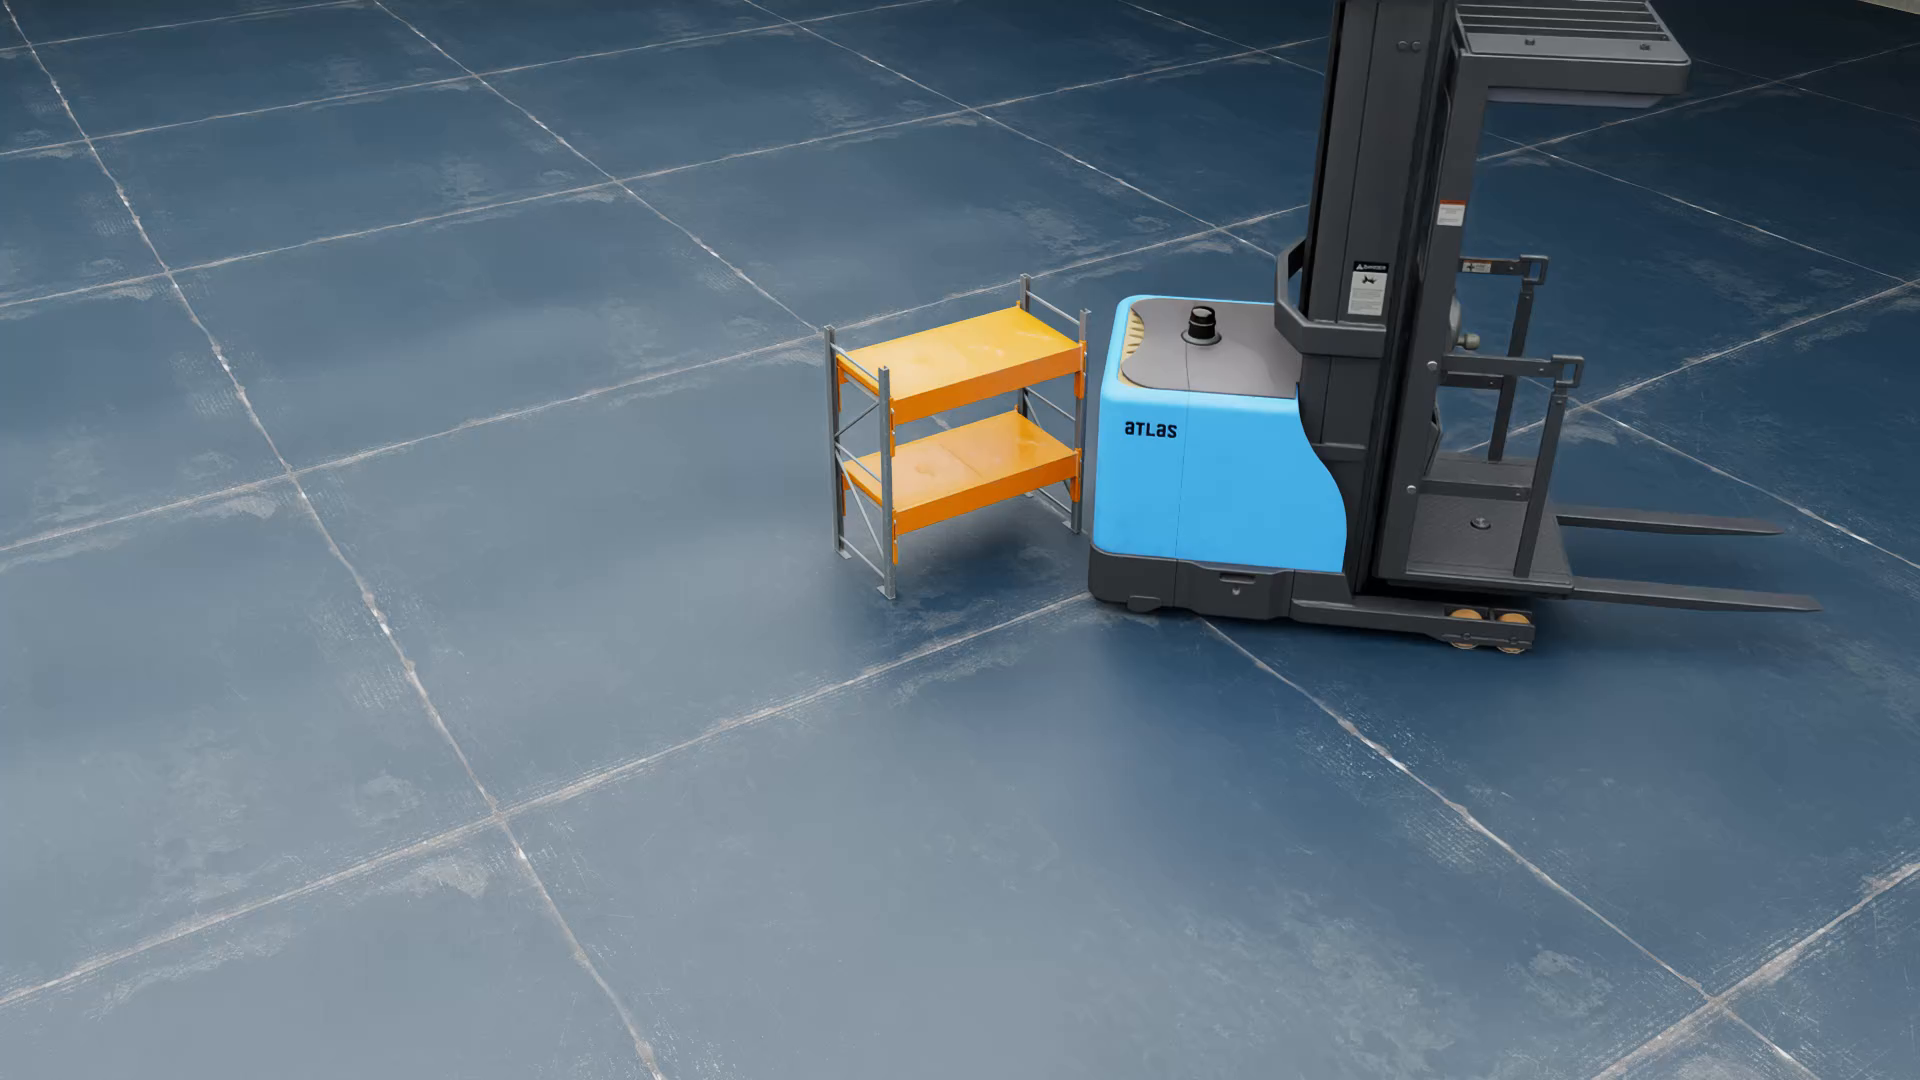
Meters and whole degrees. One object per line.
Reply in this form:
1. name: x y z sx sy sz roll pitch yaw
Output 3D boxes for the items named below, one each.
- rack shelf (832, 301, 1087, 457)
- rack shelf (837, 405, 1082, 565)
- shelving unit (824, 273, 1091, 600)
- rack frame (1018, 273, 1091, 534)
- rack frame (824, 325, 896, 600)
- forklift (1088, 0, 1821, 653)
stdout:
1. rack shelf: -0.006 -0.721 7.291 1.000 0.278 0.538 -19 37 -27
2. rack shelf: -0.006 -0.267 7.577 1.000 0.278 0.538 -19 37 -27
3. shelving unit: -0.006 -0.474 7.447 1.048 1.125 0.538 -19 37 -27
4. rack frame: 0.422 -0.621 7.680 0.032 1.125 0.500 -19 37 -27
5. rack frame: -0.433 -0.327 7.214 0.032 1.125 0.500 -19 37 -27
6. forklift: 2.123 -1.070 6.698 3.031 2.935 1.130 5 33 8
